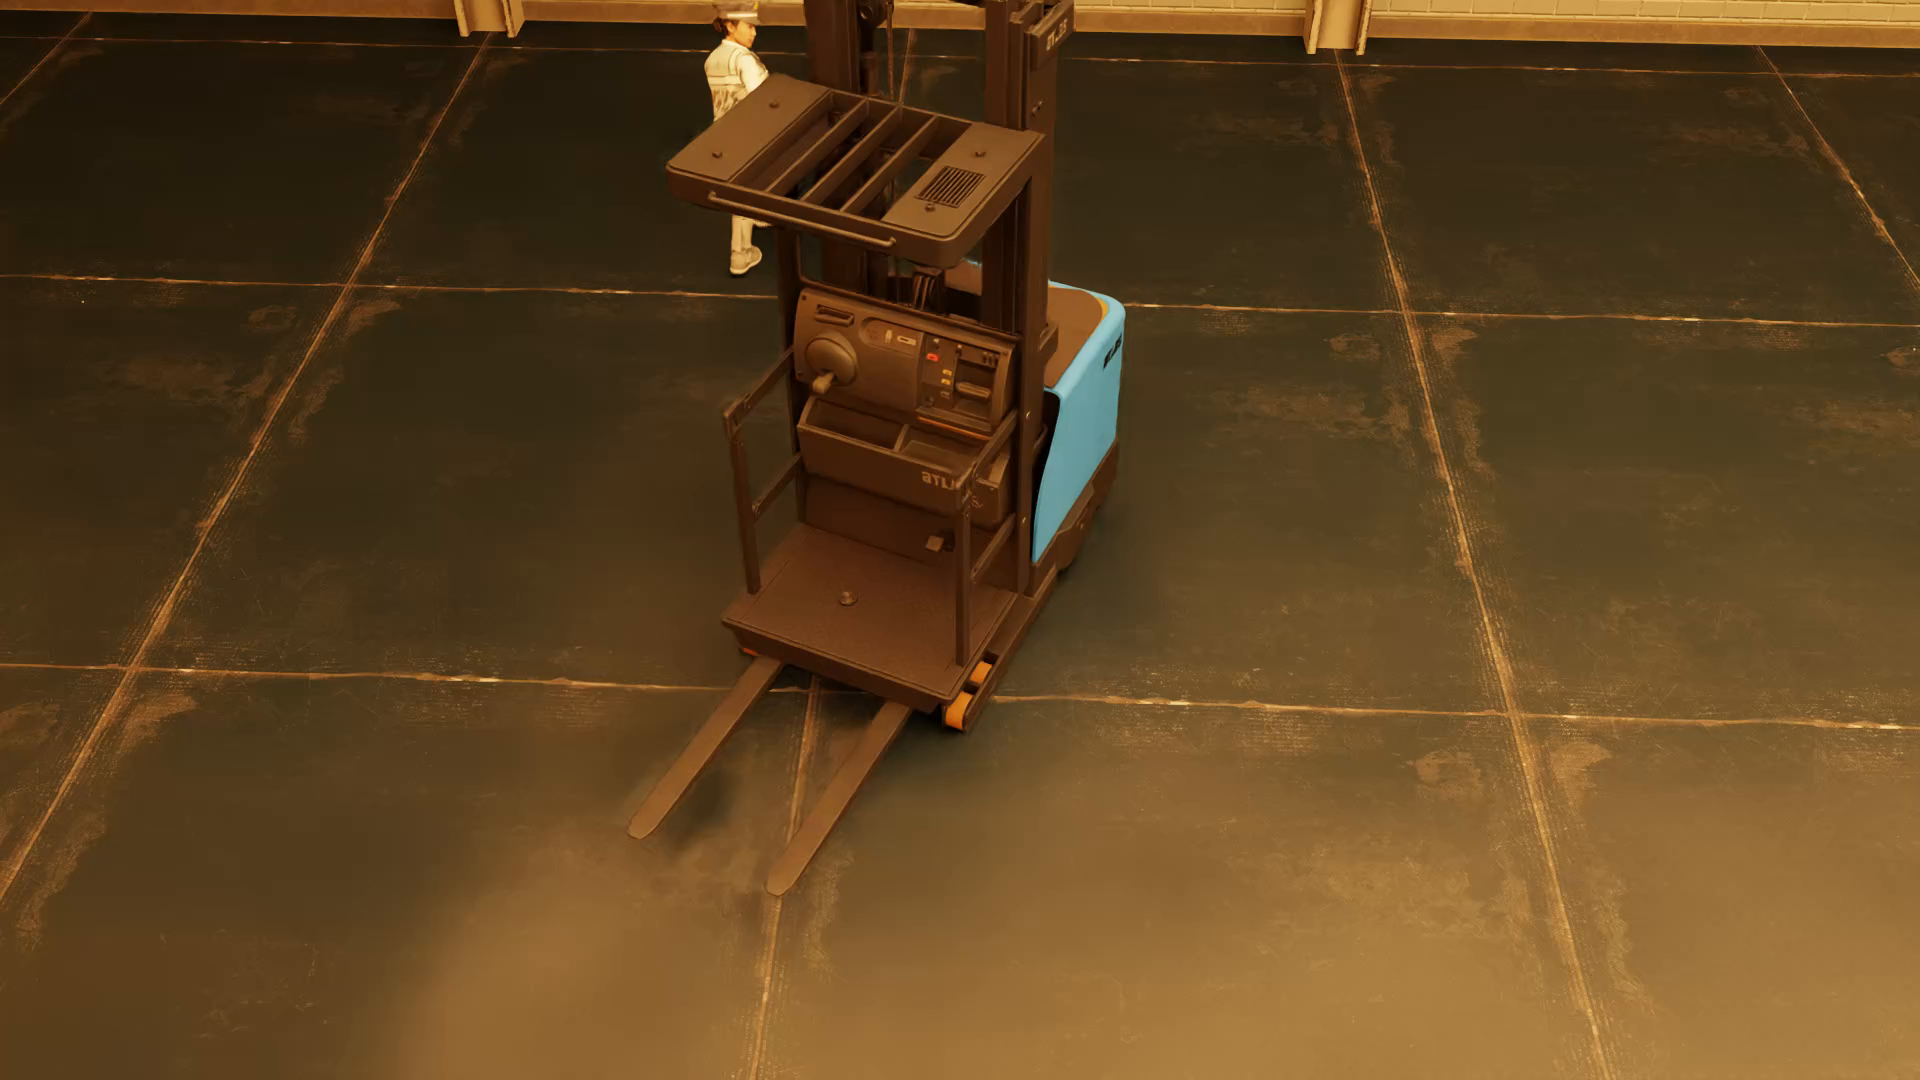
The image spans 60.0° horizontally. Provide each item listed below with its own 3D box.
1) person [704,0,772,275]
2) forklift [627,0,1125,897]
[{"bbox_3d":[-1.072,-2.273,9.279,0.709,1.535,0.736,19,46,19],"label":"person"},{"bbox_3d":[-0.324,-0.619,6.420,1.130,2.935,3.031,18,45,18],"label":"forklift"}]
